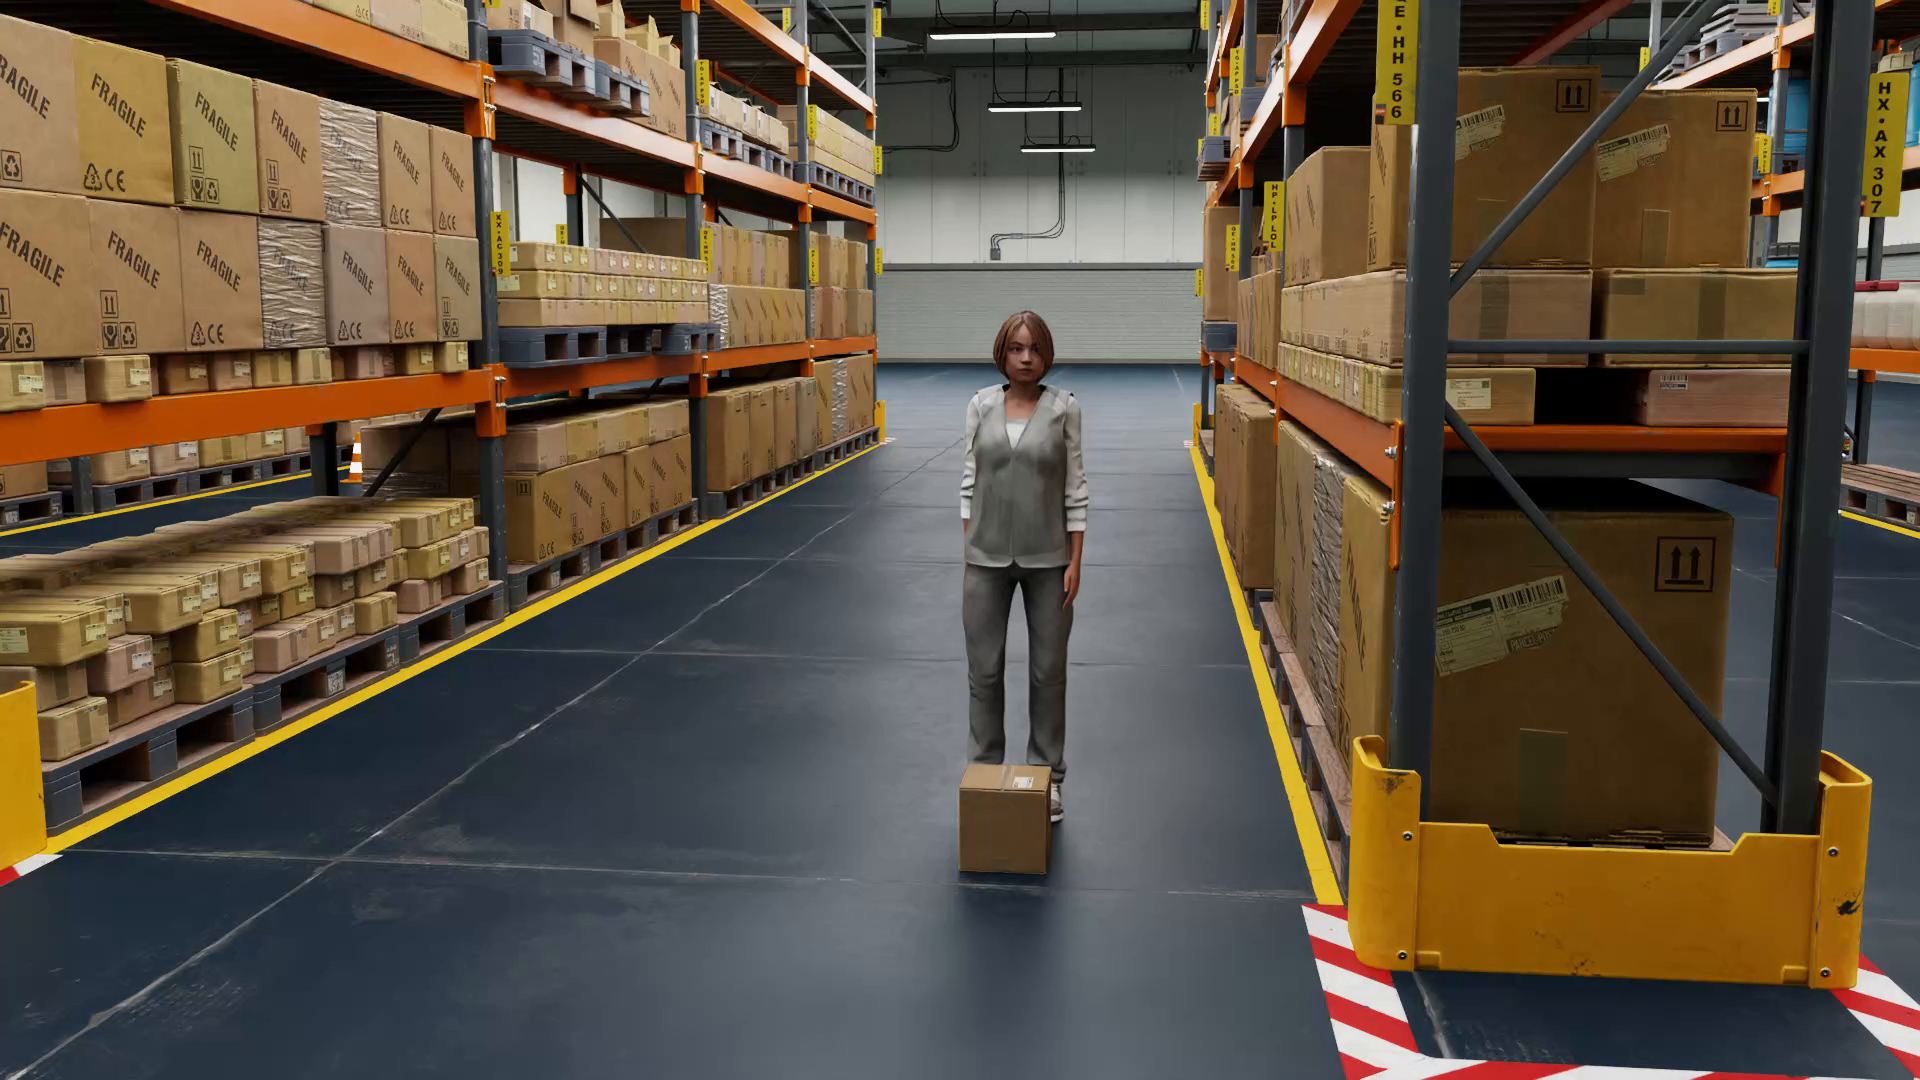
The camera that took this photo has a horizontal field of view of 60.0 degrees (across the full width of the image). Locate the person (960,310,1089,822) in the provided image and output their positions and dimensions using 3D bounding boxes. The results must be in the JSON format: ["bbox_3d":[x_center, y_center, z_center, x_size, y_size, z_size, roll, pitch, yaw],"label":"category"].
[{"bbox_3d":[0.200,0.086,5.222,0.406,1.601,0.302,1,8,8],"label":"person"}]
